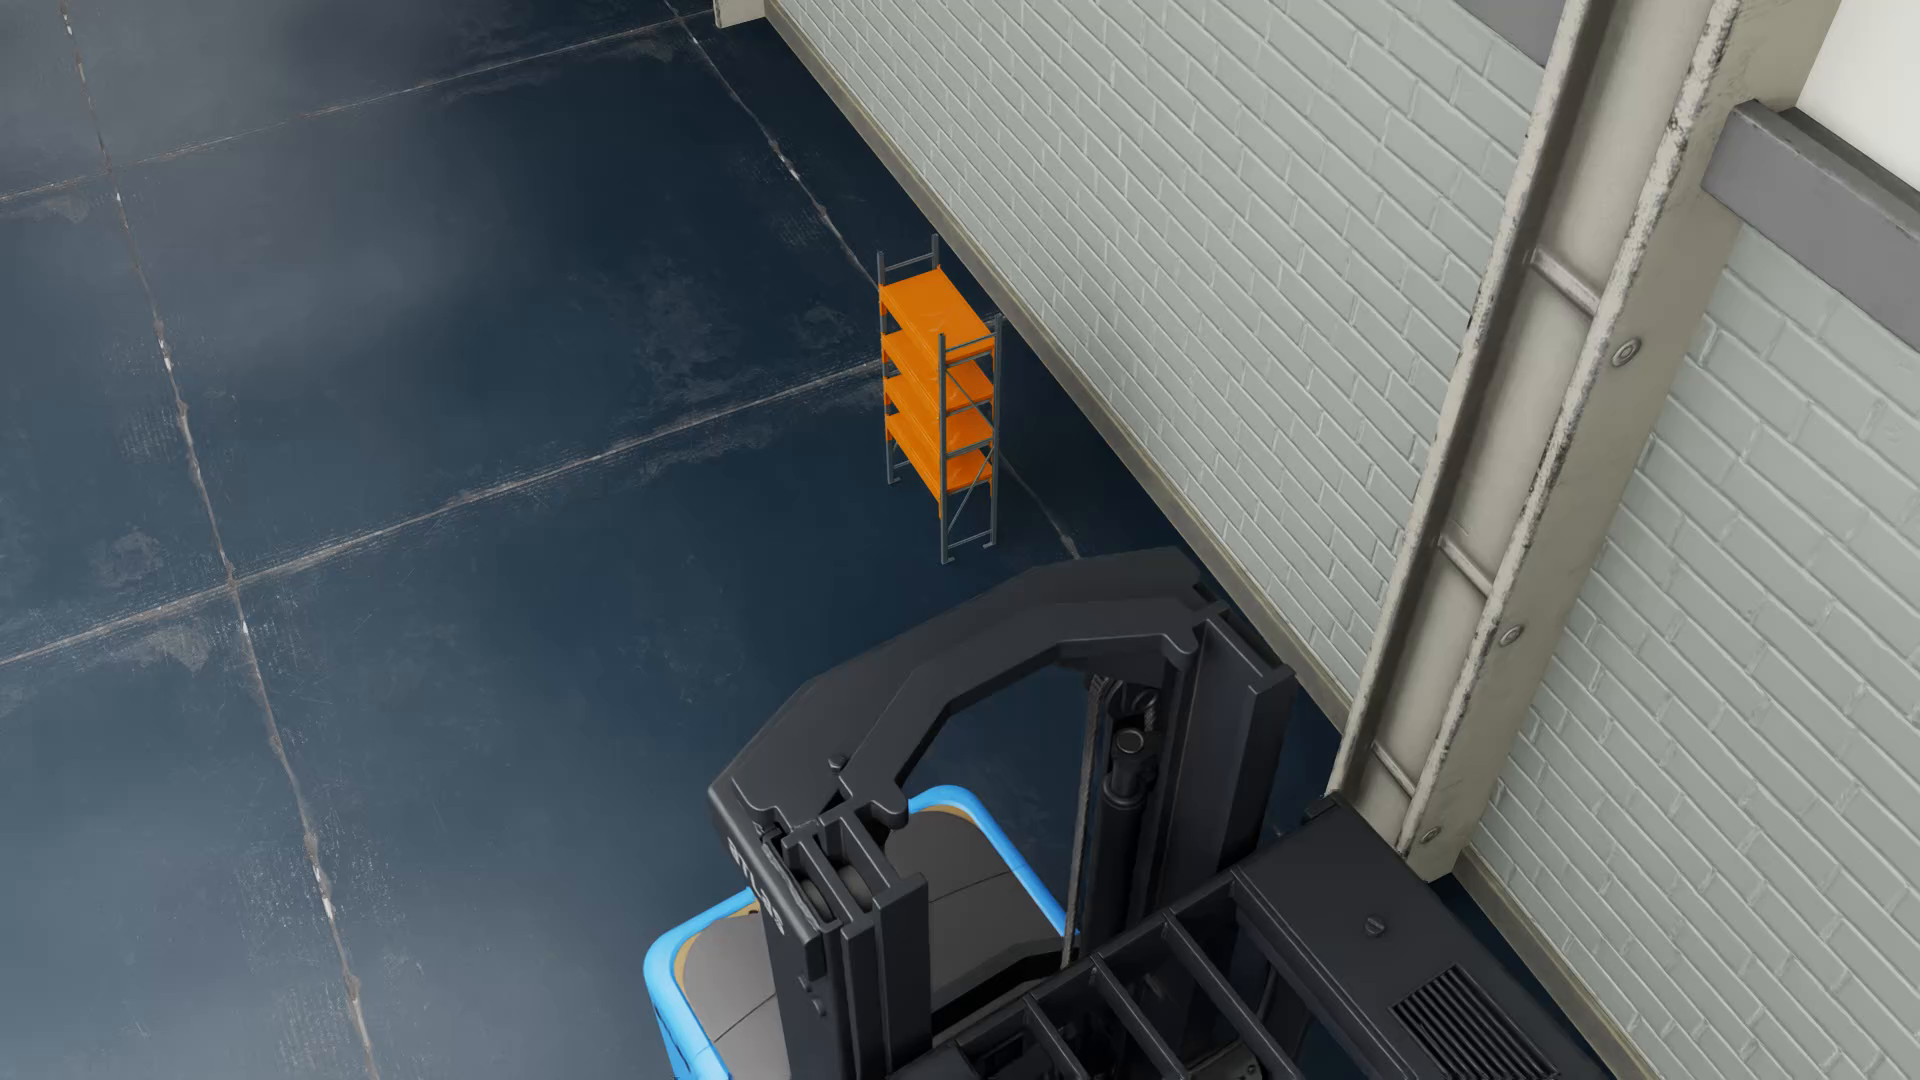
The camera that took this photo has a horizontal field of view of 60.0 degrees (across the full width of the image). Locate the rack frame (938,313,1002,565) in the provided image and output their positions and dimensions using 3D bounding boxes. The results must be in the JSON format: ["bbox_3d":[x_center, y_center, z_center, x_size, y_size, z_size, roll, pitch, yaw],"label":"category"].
[{"bbox_3d":[0.036,-0.342,6.145,0.240,1.200,0.015,-21,52,-18],"label":"rack frame"}]

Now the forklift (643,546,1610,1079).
[{"bbox_3d":[0.384,1.532,3.355,1.130,2.935,3.031,-26,54,-21],"label":"forklift"}]

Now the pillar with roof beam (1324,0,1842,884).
[{"bbox_3d":[-2.352,-0.445,1.053,9.100,9.000,0.400,-21,52,-18],"label":"pillar with roof beam"}]

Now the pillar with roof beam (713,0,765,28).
[{"bbox_3d":[-5.098,-4.460,4.565,9.100,9.000,0.400,-21,52,-18],"label":"pillar with roof beam"}]

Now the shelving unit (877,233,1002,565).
[{"bbox_3d":[-0.076,-0.506,6.288,0.258,1.200,0.503,-21,52,-18],"label":"shelving unit"}]

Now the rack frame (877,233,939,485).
[{"bbox_3d":[-0.187,-0.669,6.431,0.240,1.200,0.015,-21,52,-18],"label":"rack frame"}]

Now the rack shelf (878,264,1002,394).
[{"bbox_3d":[-0.076,-0.764,5.992,0.258,0.148,0.480,-21,52,-18],"label":"rack shelf"}]

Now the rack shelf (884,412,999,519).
[{"bbox_3d":[-0.076,-0.331,6.488,0.258,0.148,0.480,-21,52,-18],"label":"rack shelf"}]

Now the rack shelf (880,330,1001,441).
[{"bbox_3d":[-0.076,-0.609,6.170,0.258,0.148,0.480,-21,52,-18],"label":"rack shelf"}]

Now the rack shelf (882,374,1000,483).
[{"bbox_3d":[-0.076,-0.462,6.339,0.258,0.148,0.480,-21,52,-18],"label":"rack shelf"}]
